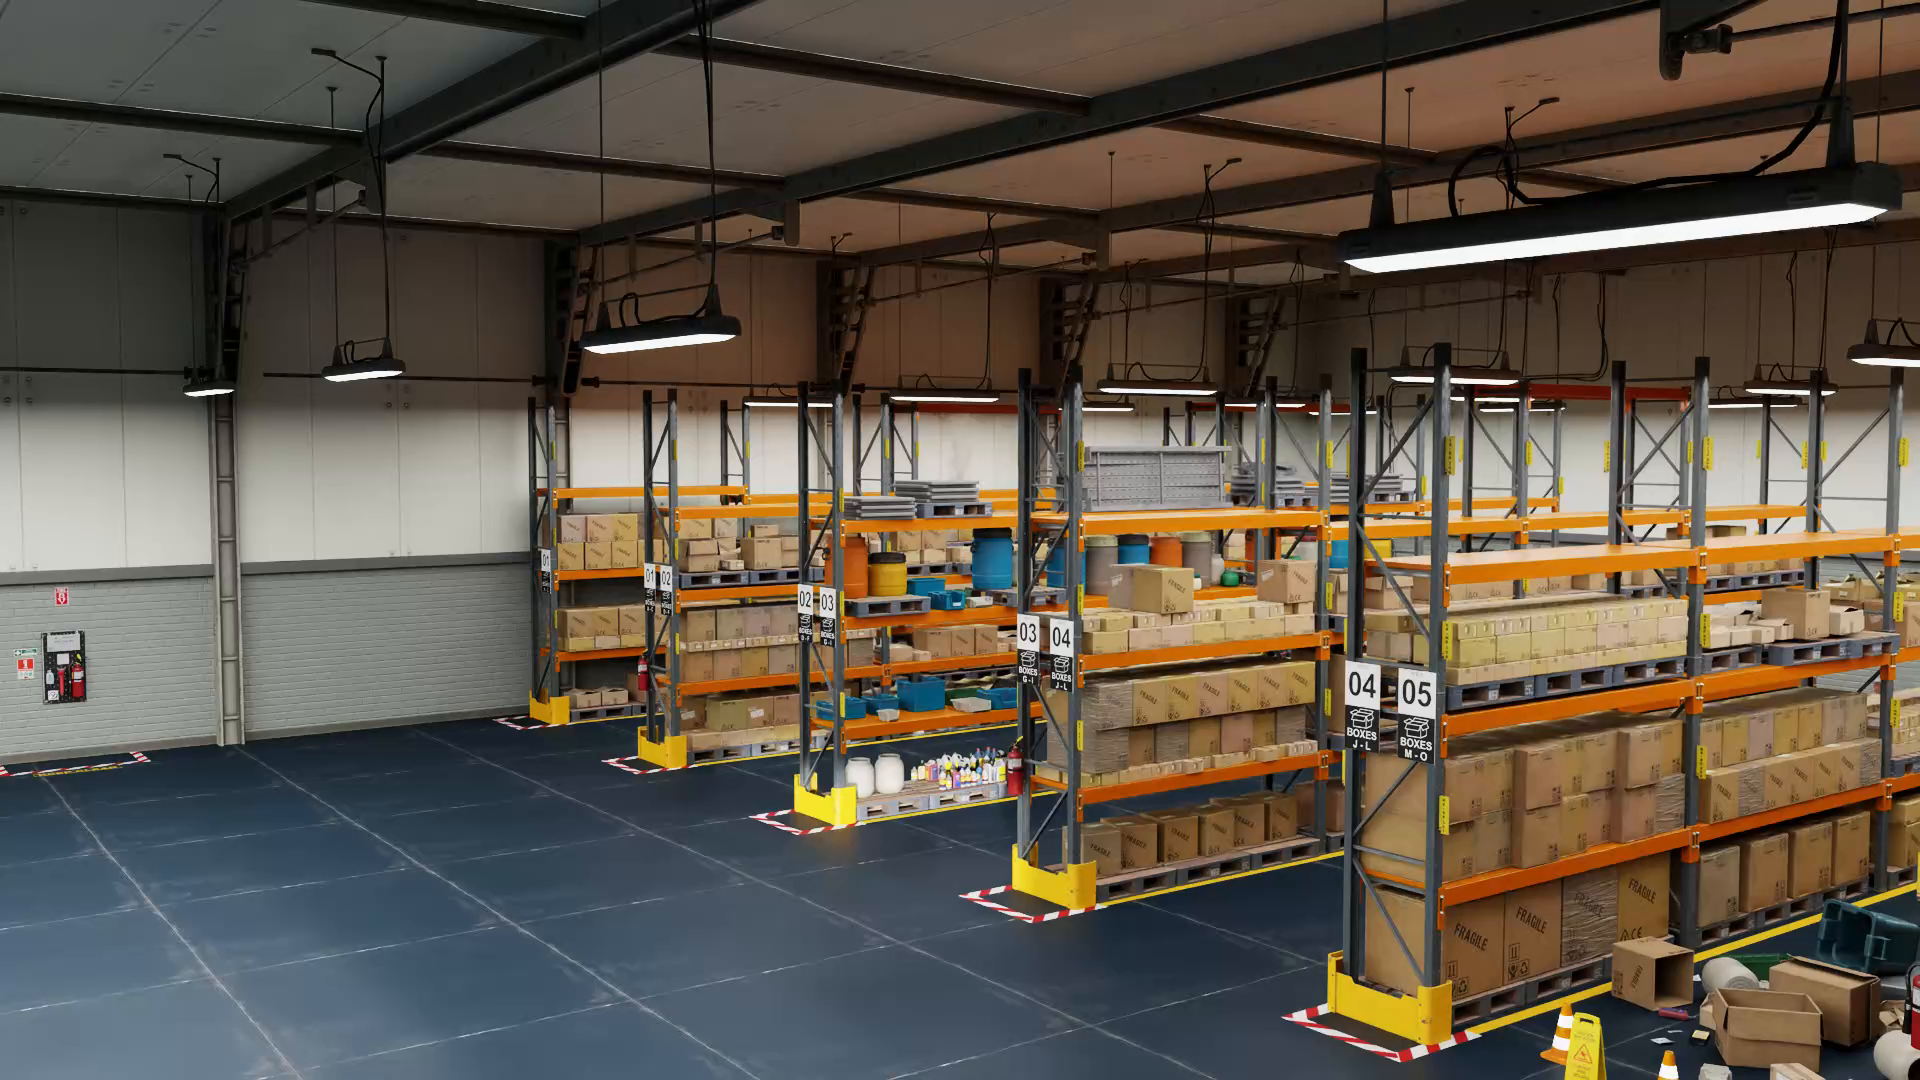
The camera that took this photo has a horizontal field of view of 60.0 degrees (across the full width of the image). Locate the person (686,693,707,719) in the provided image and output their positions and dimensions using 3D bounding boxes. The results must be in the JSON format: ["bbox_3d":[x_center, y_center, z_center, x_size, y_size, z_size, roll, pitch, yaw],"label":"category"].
[{"bbox_3d":[-4.596,2.600,28.763,1.043,1.767,0.720,-3,5,-43],"label":"person"}]

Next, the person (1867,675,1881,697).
[{"bbox_3d":[13.202,2.839,23.812,0.915,1.820,0.653,-2,4,-31],"label":"person"}]
